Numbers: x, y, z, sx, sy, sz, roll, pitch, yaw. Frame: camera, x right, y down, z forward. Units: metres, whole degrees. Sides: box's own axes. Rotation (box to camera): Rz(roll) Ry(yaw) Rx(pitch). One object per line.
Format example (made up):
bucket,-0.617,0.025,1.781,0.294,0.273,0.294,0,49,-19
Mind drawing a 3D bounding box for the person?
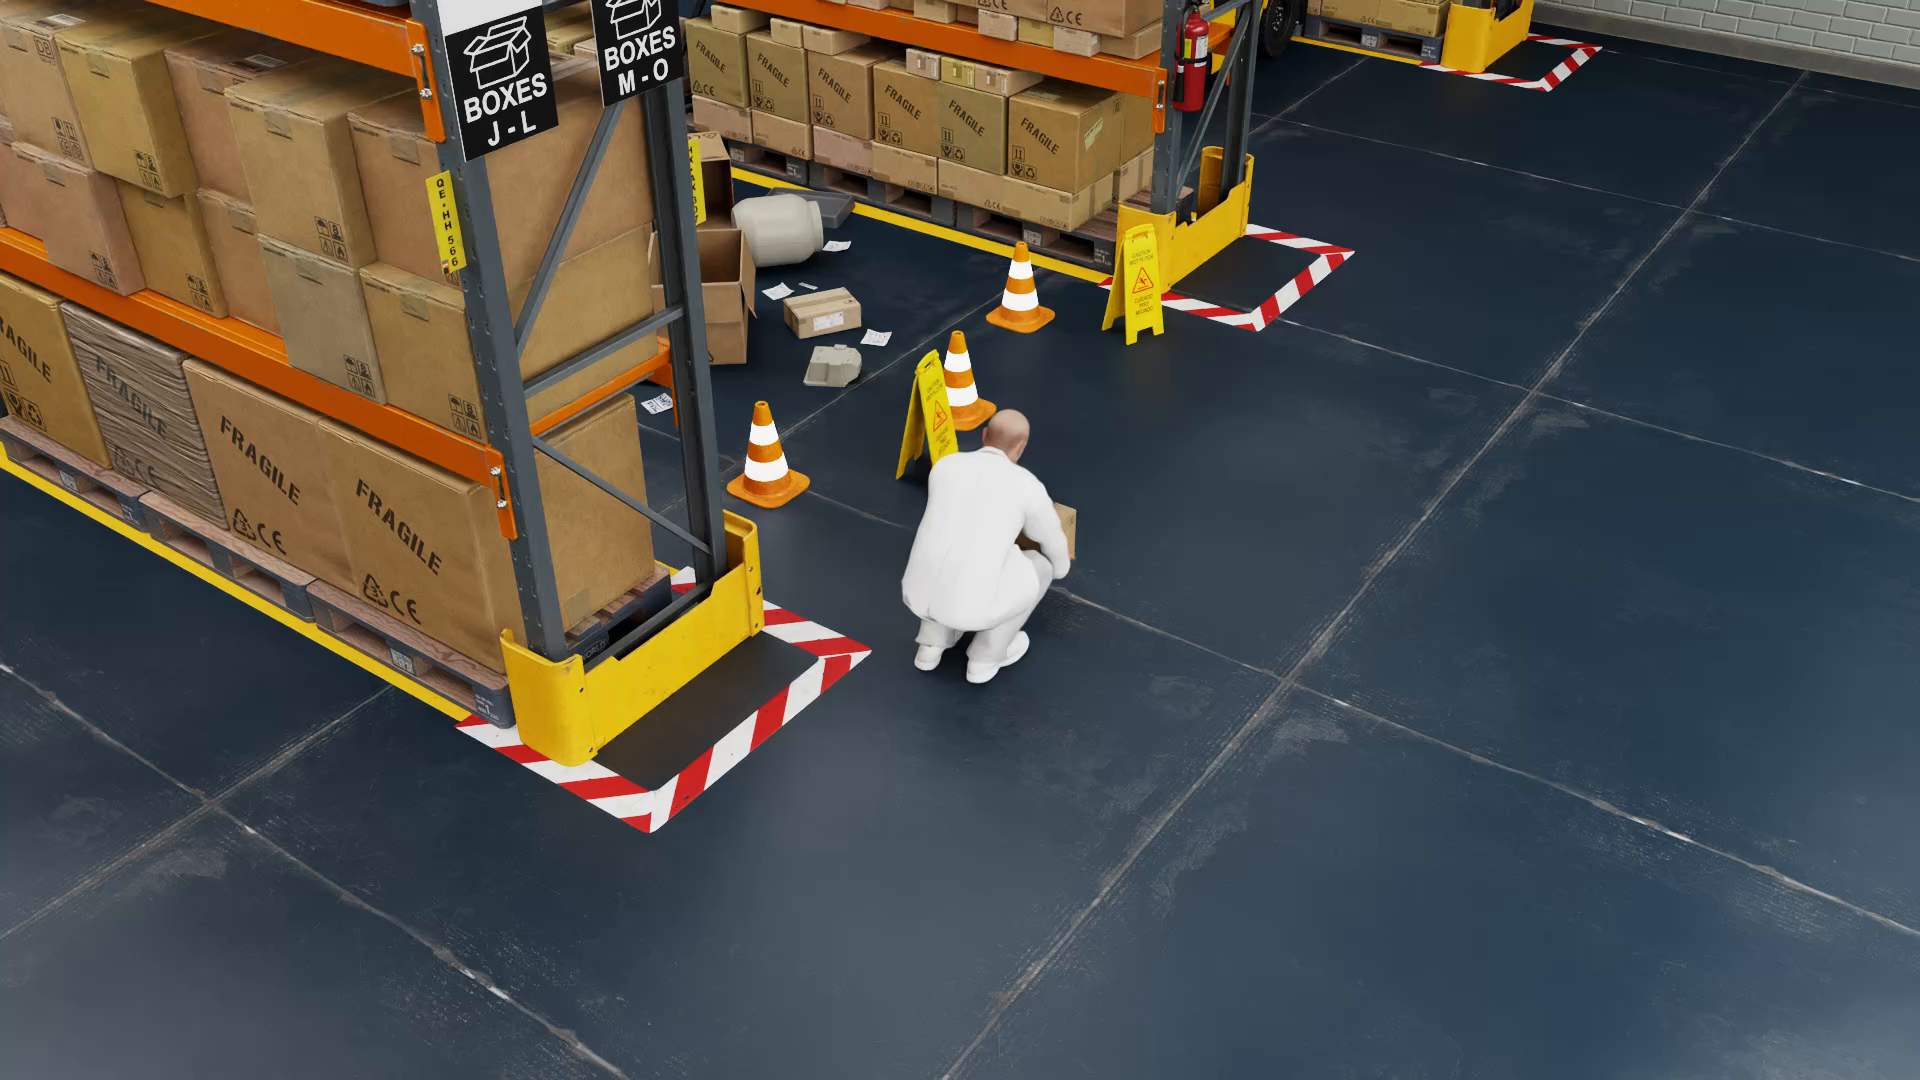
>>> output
person,0.107,0.016,6.837,0.601,0.994,0.913,21,39,28
